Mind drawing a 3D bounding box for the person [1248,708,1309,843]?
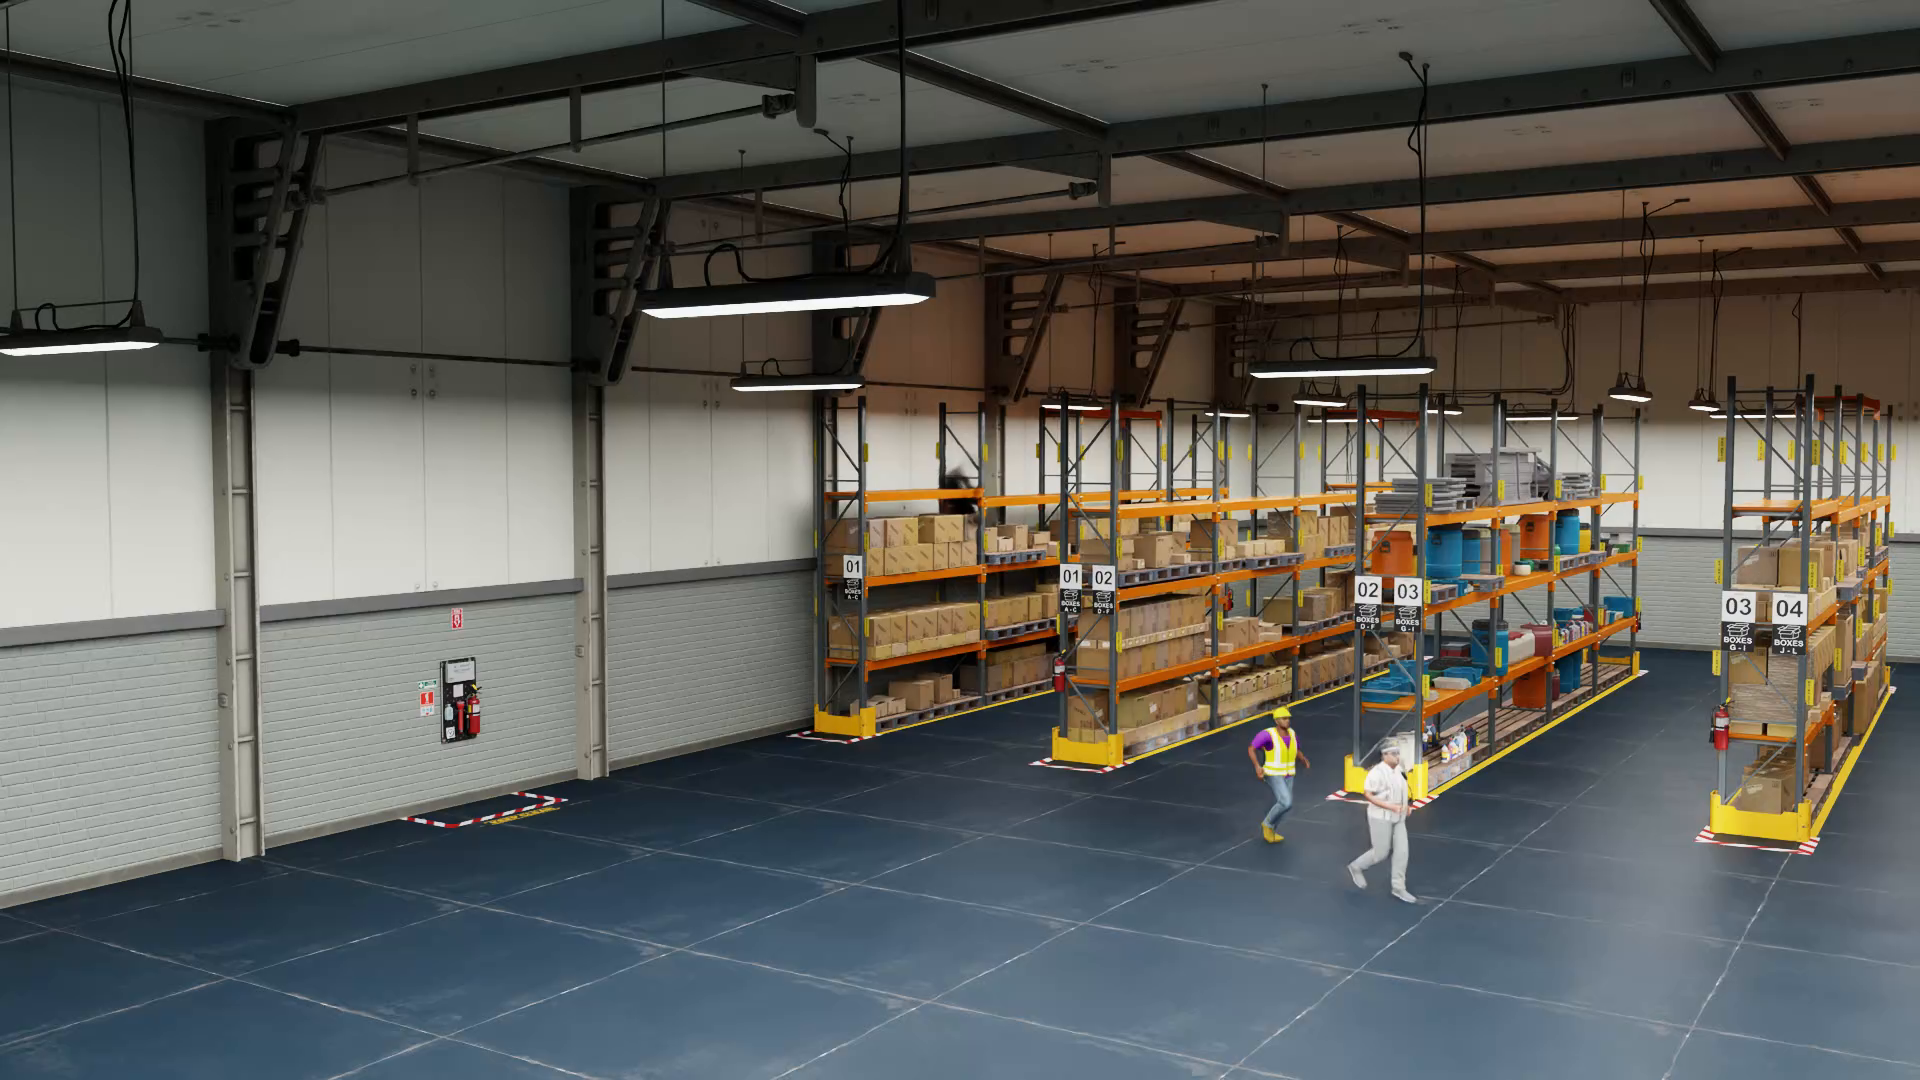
[{"bbox_3d":[4.130,3.010,21.273,0.700,1.738,0.633,-2,4,-33],"label":"person"}]

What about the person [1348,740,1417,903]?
[{"bbox_3d":[4.809,3.139,18.774,0.687,1.789,0.825,-2,4,-36],"label":"person"}]
